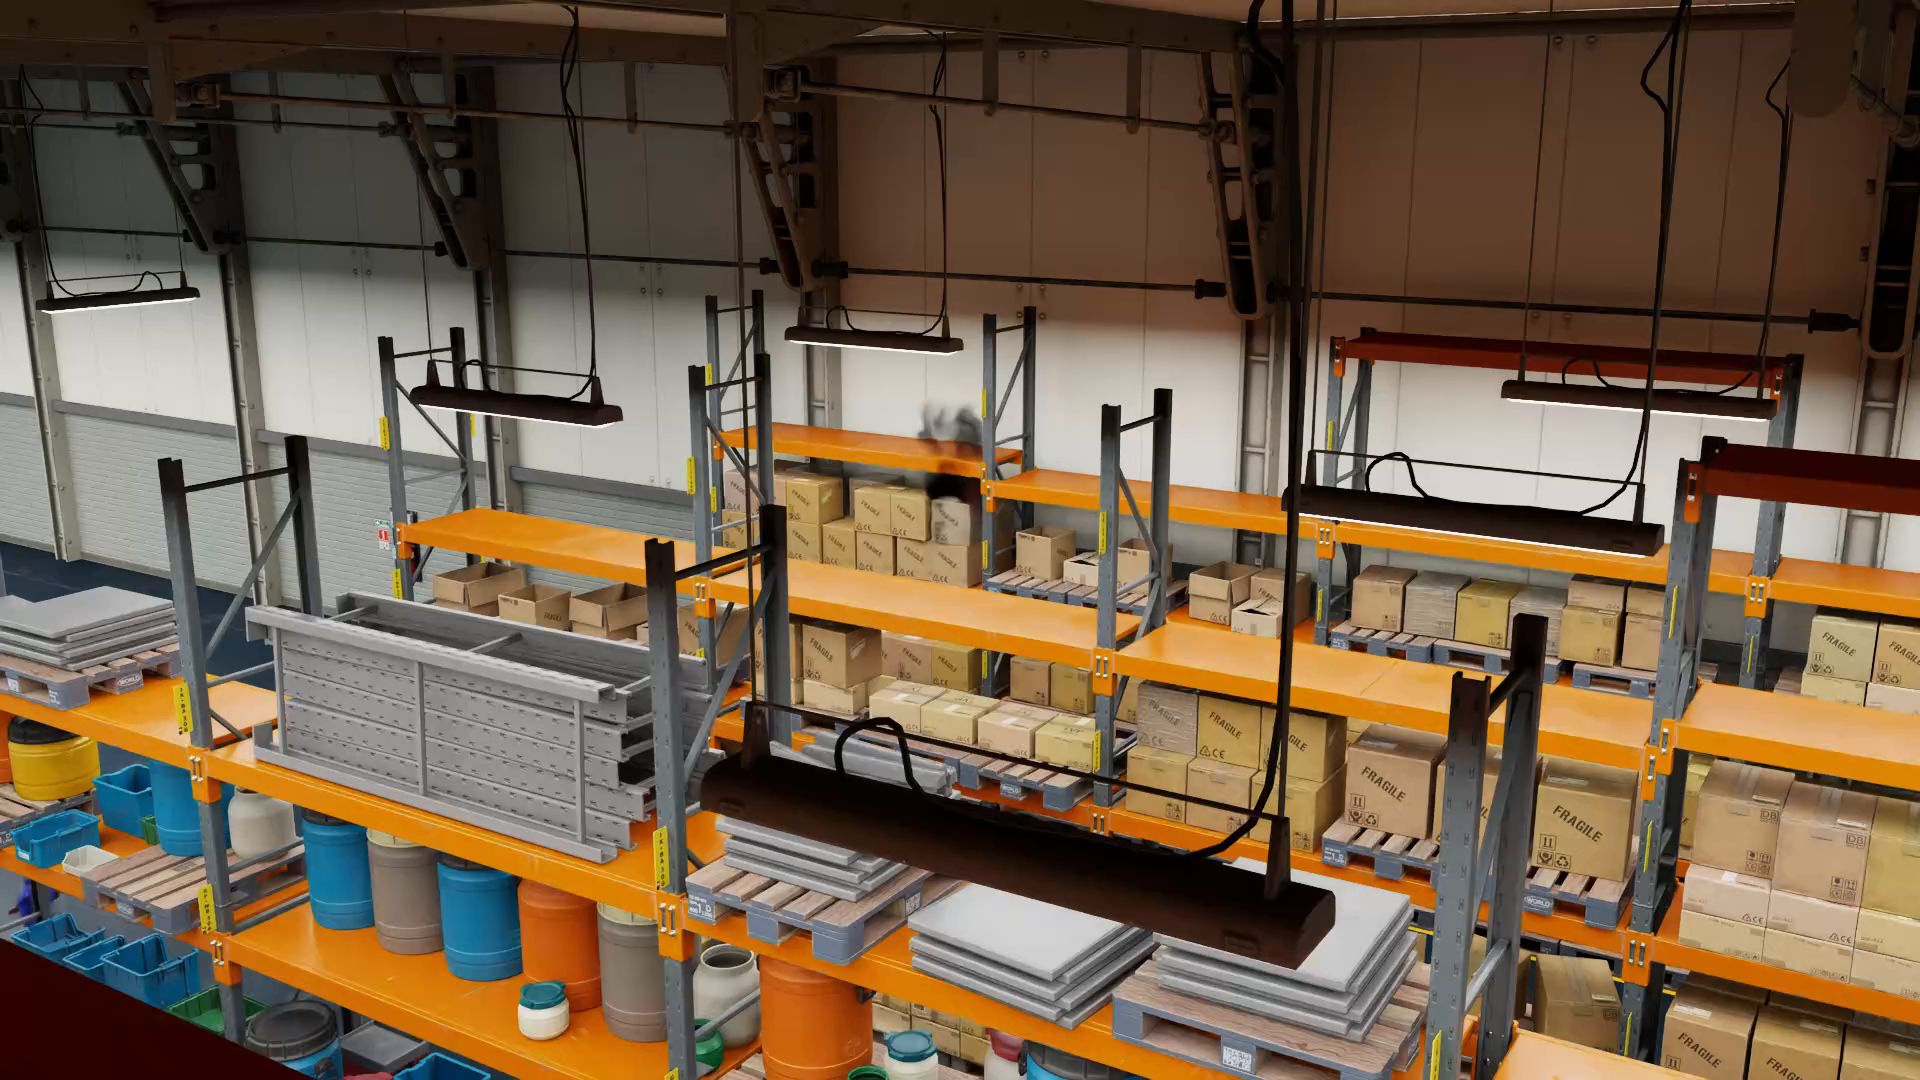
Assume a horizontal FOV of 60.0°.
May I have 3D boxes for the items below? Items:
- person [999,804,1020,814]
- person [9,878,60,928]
[{"bbox_3d":[0.579,3.342,16.276,0.746,1.690,0.646,9,17,33],"label":"person"},{"bbox_3d":[-8.338,3.607,15.163,0.850,1.636,0.593,0,14,0],"label":"person"}]
